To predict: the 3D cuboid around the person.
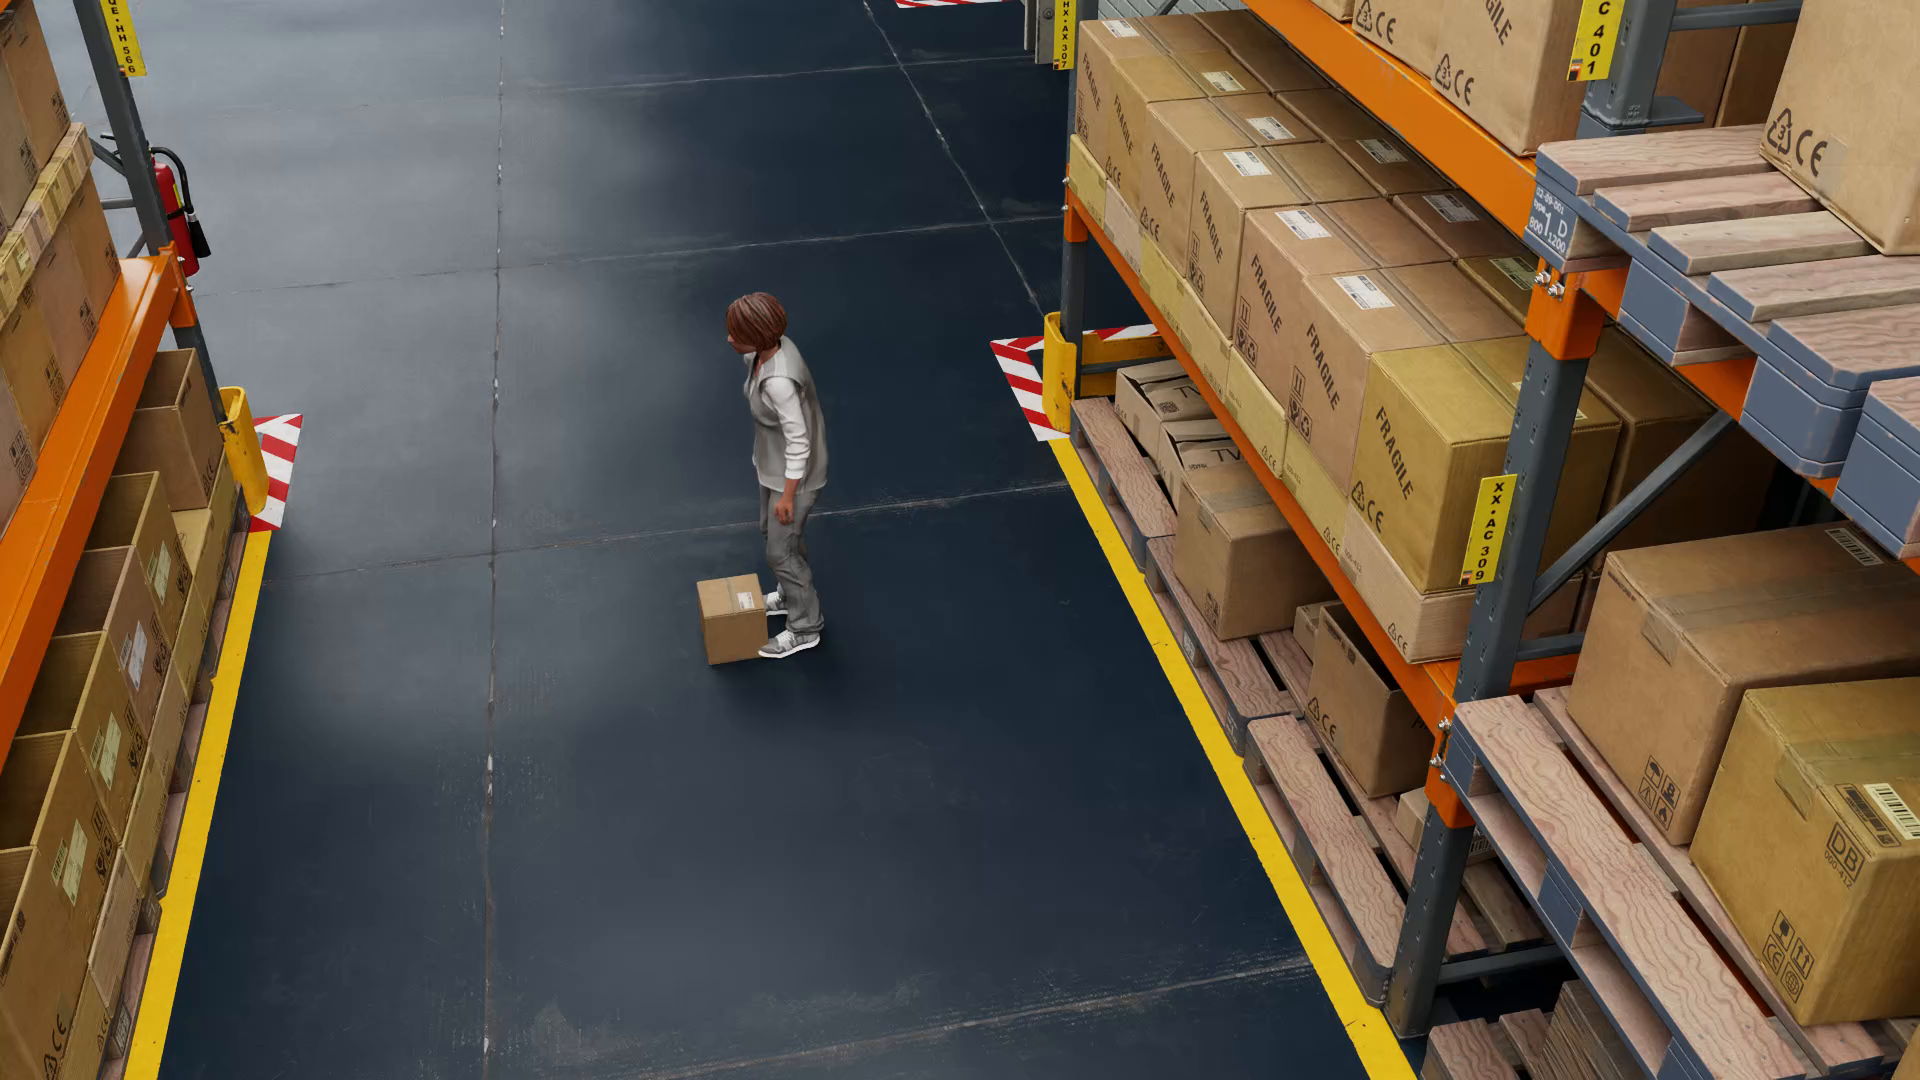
[{"bbox_3d":[-0.698,-0.259,6.526,0.344,1.593,0.485,-9,36,-13],"label":"person"}]
